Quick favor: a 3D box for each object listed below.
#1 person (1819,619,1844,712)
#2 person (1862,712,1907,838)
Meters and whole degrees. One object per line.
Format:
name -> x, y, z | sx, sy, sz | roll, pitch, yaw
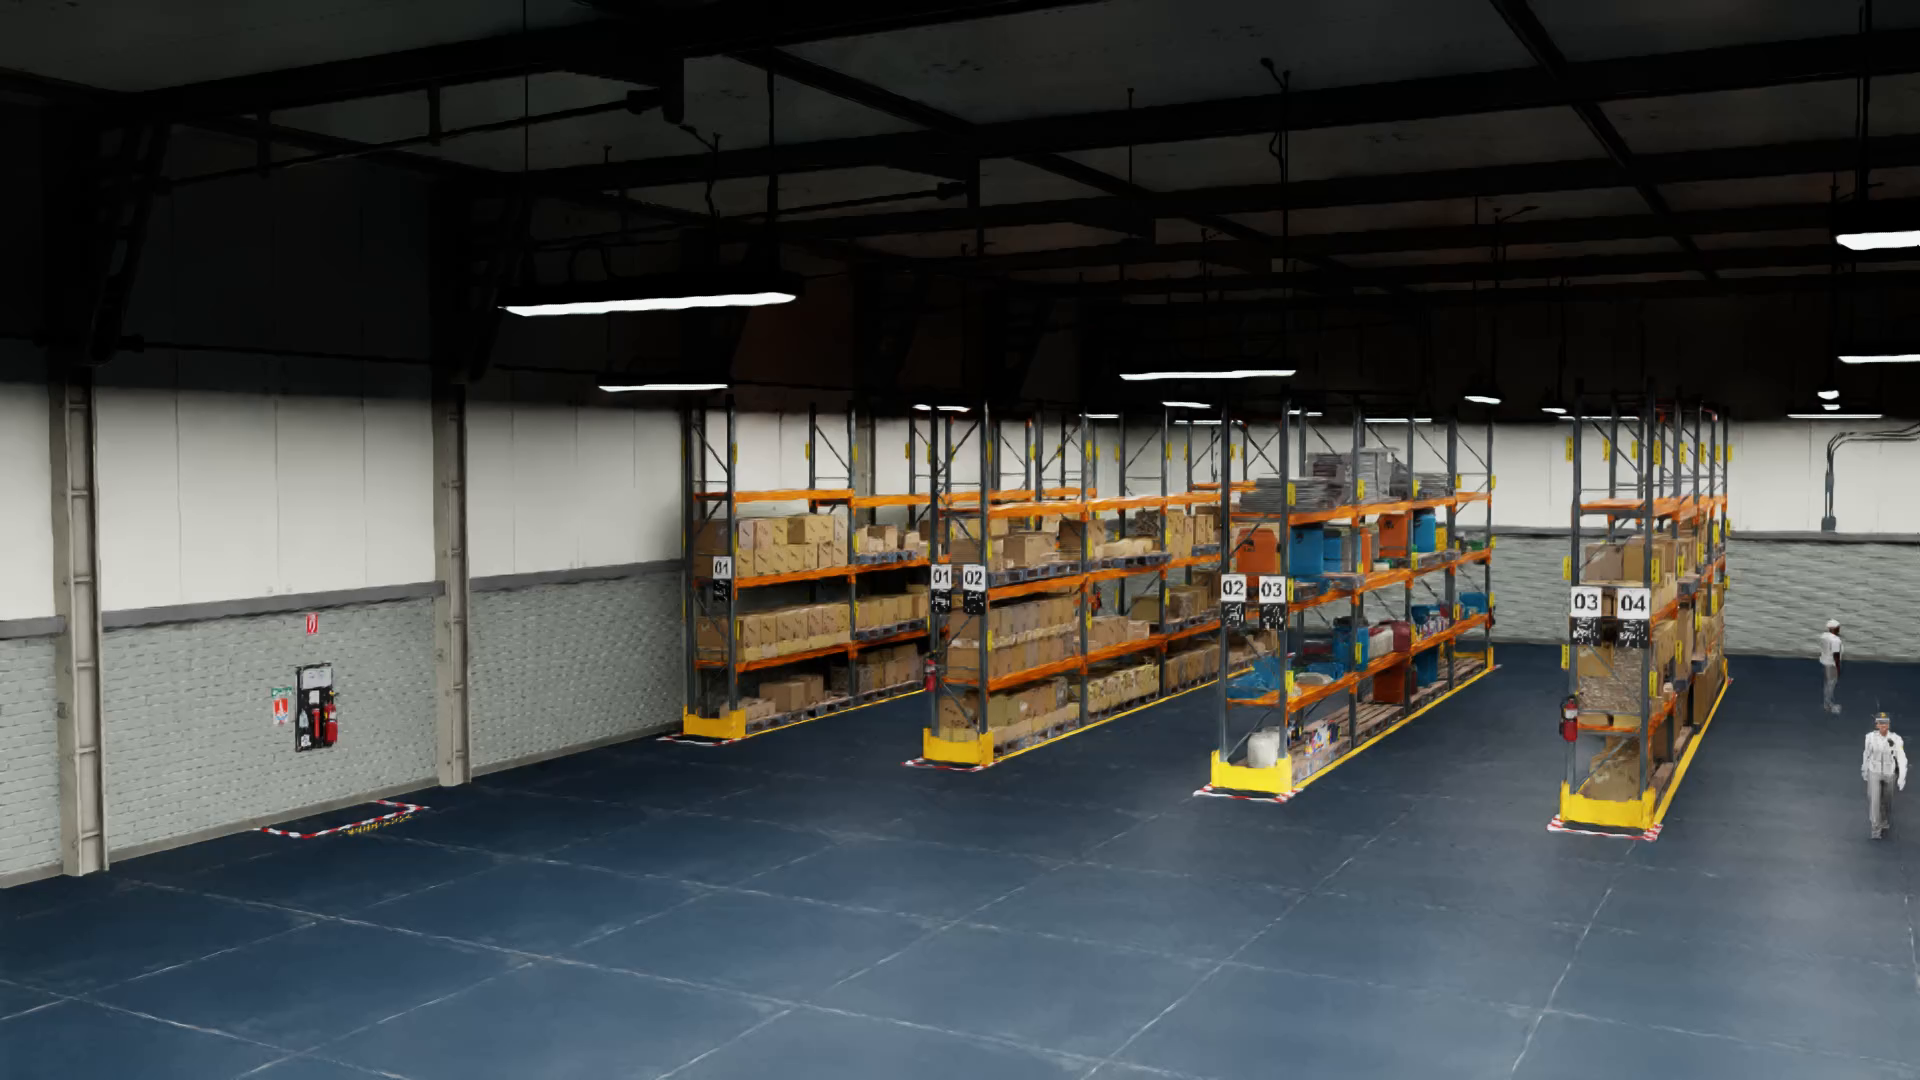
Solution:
person -> 16.855, 2.408, 32.079 | 0.469, 1.766, 0.642 | 0, 3, 4
person -> 12.059, 3.040, 21.690 | 0.498, 1.621, 0.997 | 2, 3, 27
